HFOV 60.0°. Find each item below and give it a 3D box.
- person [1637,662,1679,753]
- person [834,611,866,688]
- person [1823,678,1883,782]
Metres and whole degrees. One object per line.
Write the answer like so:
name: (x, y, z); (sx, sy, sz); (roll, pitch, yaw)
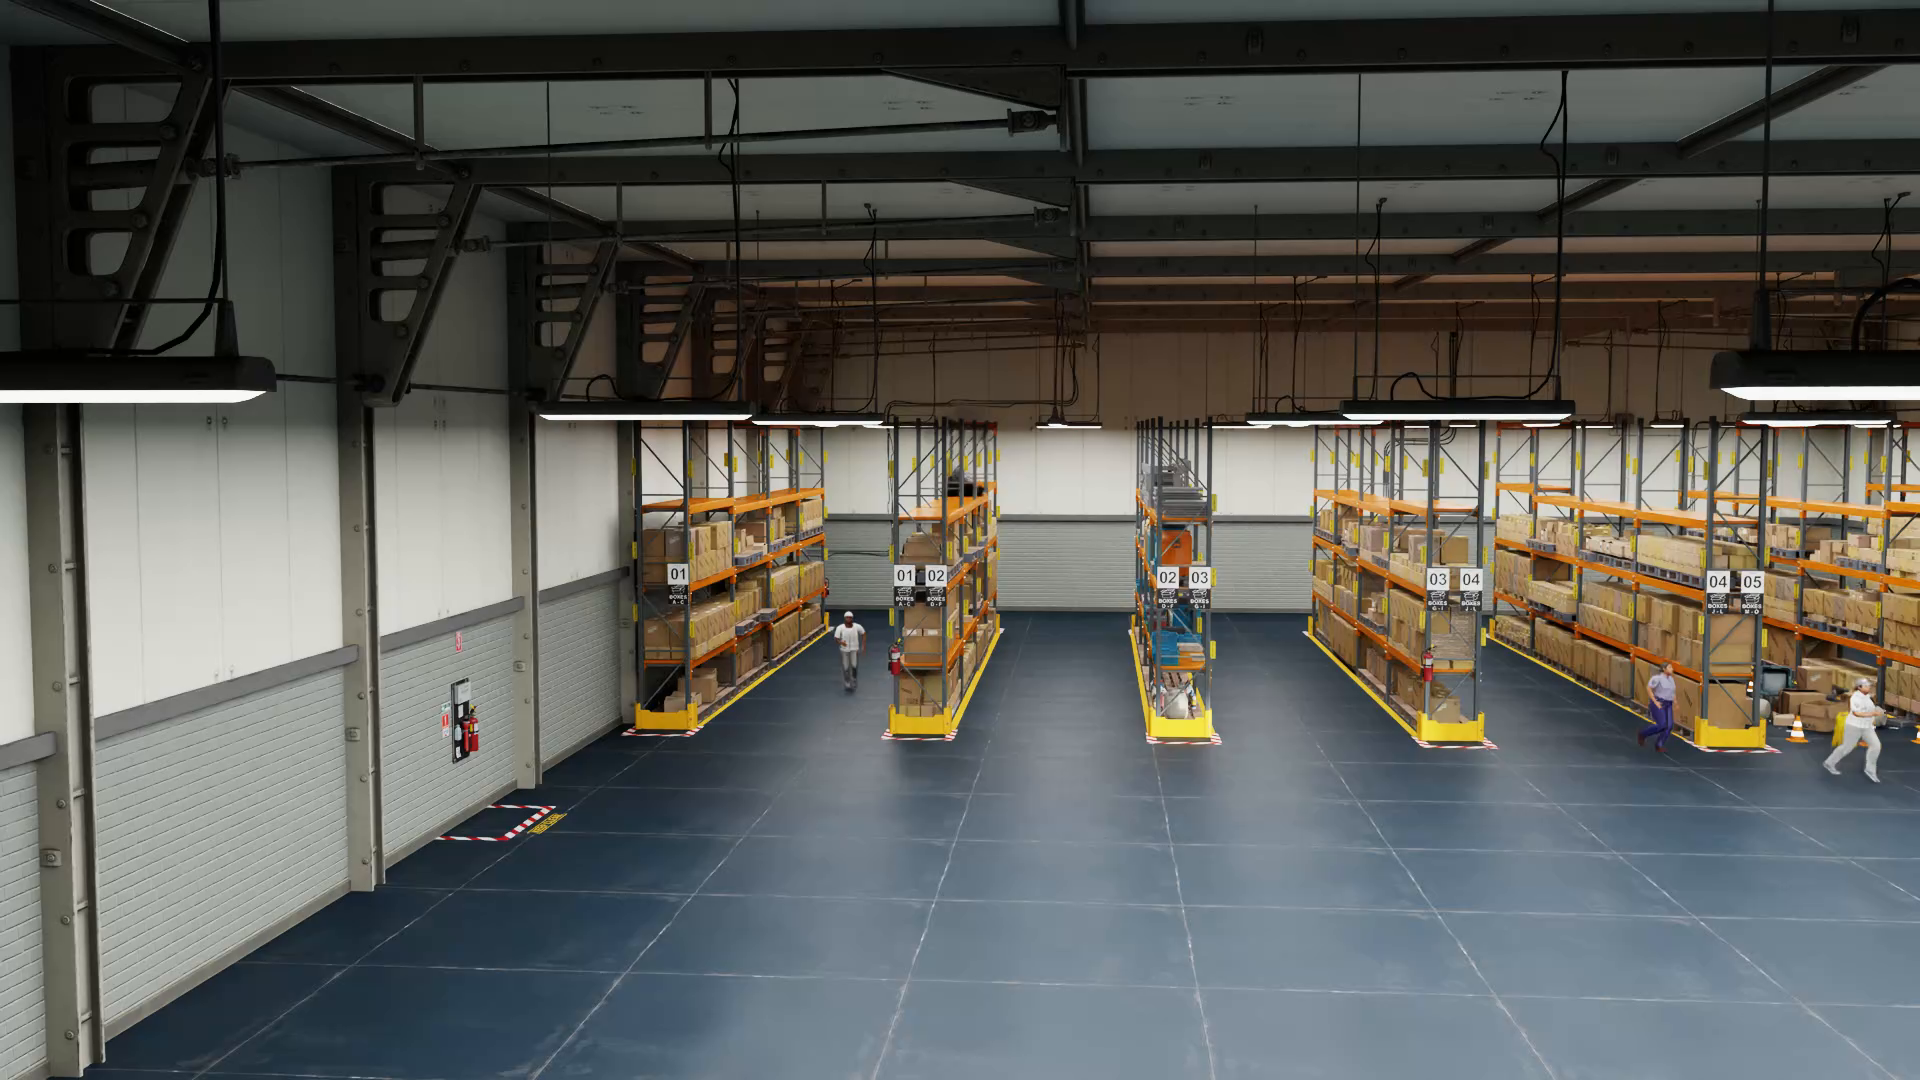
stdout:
person: (12.599, 2.983, 29.849); (0.669, 1.596, 0.506); (-2, 4, -30)
person: (-2.430, 2.442, 36.782); (0.706, 1.718, 0.636); (0, 4, -4)
person: (14.760, 3.112, 27.391); (0.612, 1.715, 0.880); (-3, 5, -36)
